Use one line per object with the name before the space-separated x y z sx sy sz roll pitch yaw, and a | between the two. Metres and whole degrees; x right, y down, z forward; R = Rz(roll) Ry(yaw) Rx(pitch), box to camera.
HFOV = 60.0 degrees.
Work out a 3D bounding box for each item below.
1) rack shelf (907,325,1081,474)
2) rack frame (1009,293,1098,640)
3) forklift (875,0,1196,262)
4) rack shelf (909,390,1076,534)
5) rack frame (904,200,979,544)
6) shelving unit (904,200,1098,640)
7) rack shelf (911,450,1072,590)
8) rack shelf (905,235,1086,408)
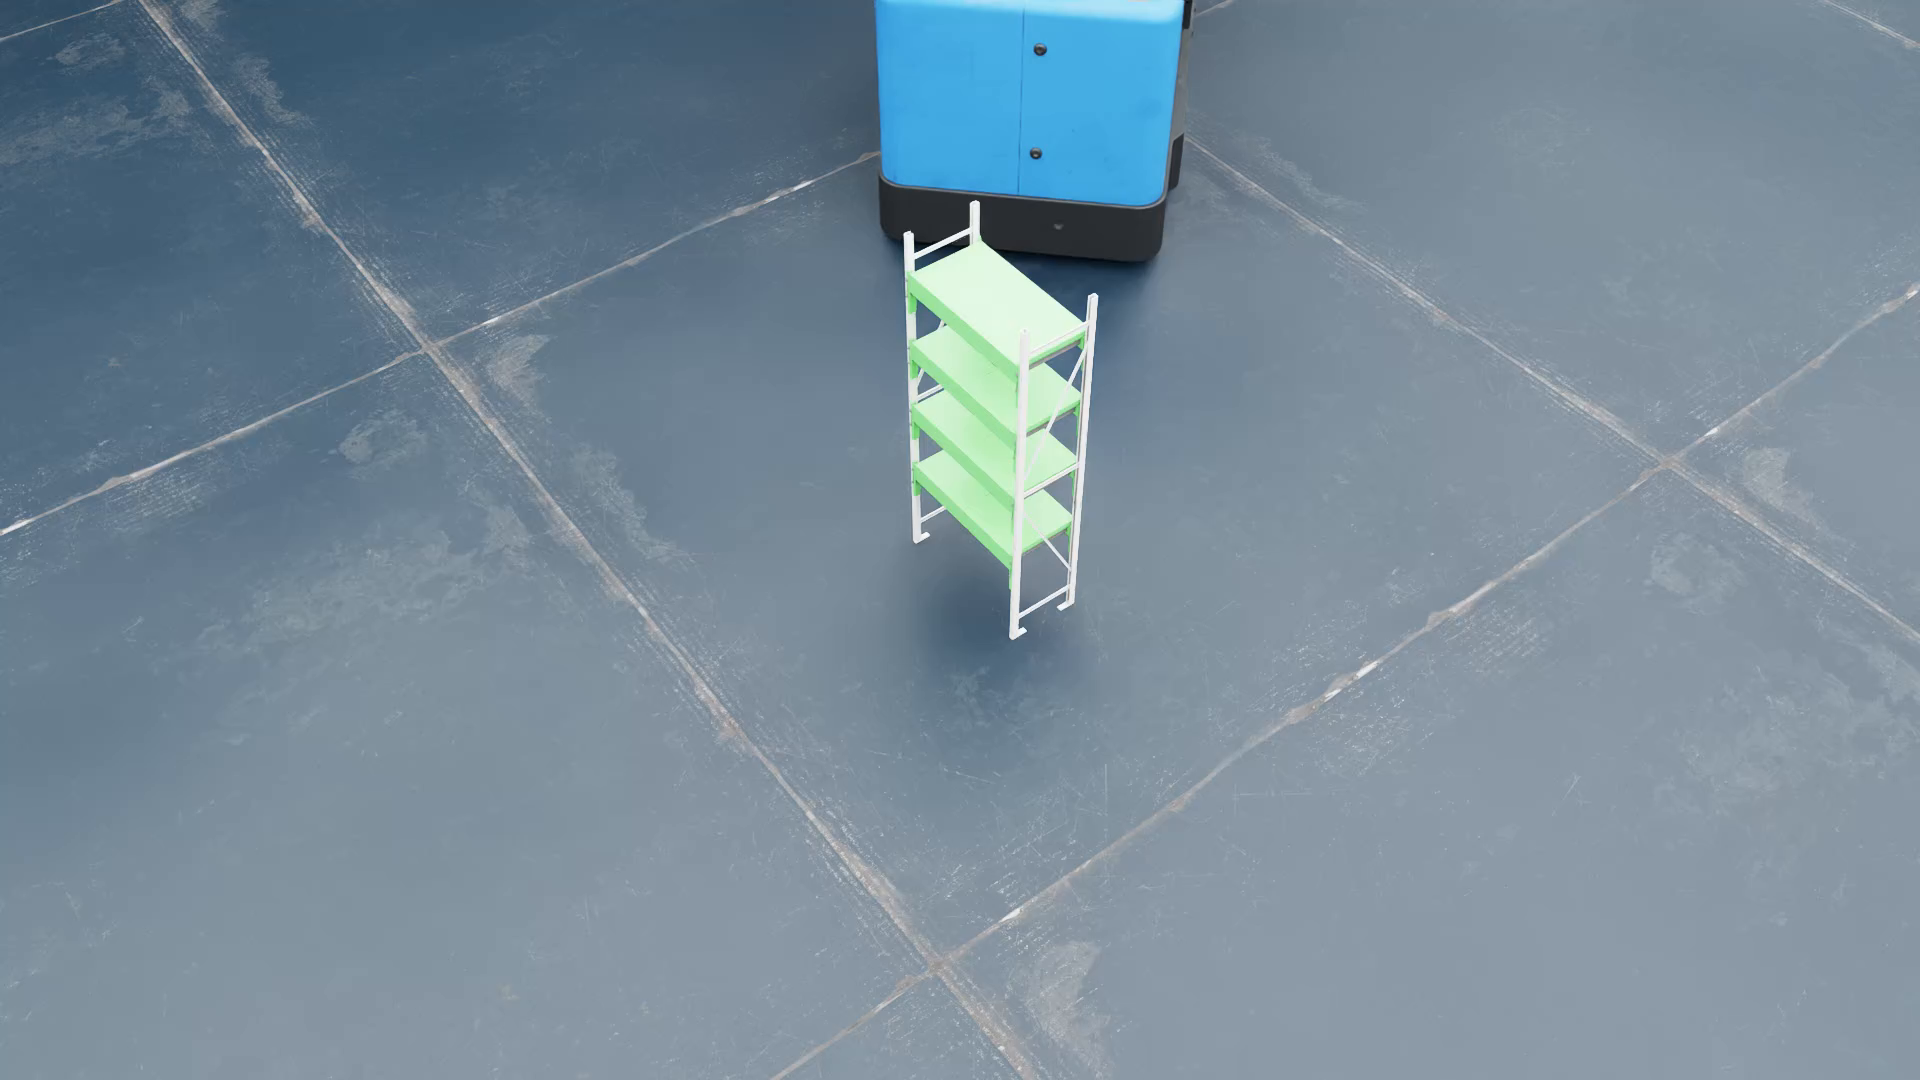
rack shelf | 0.100 -0.424 4.587 0.258 0.148 0.480 -29 54 -24
rack frame | 0.248 -0.162 4.587 0.240 1.200 0.015 -29 54 -24
forklift | 0.432 -3.107 6.088 1.130 2.935 3.031 6 48 6
rack shelf | 0.100 -0.262 4.764 0.258 0.148 0.480 -29 54 -24
rack frame | -0.048 -0.449 4.847 0.240 1.200 0.015 -29 54 -24
shelving unit | 0.100 -0.305 4.717 0.258 1.200 0.503 -29 54 -24
rack shelf | 0.100 -0.101 4.942 0.258 0.148 0.480 -29 54 -24
rack shelf | 0.100 -0.585 4.409 0.258 0.148 0.480 -29 54 -24
